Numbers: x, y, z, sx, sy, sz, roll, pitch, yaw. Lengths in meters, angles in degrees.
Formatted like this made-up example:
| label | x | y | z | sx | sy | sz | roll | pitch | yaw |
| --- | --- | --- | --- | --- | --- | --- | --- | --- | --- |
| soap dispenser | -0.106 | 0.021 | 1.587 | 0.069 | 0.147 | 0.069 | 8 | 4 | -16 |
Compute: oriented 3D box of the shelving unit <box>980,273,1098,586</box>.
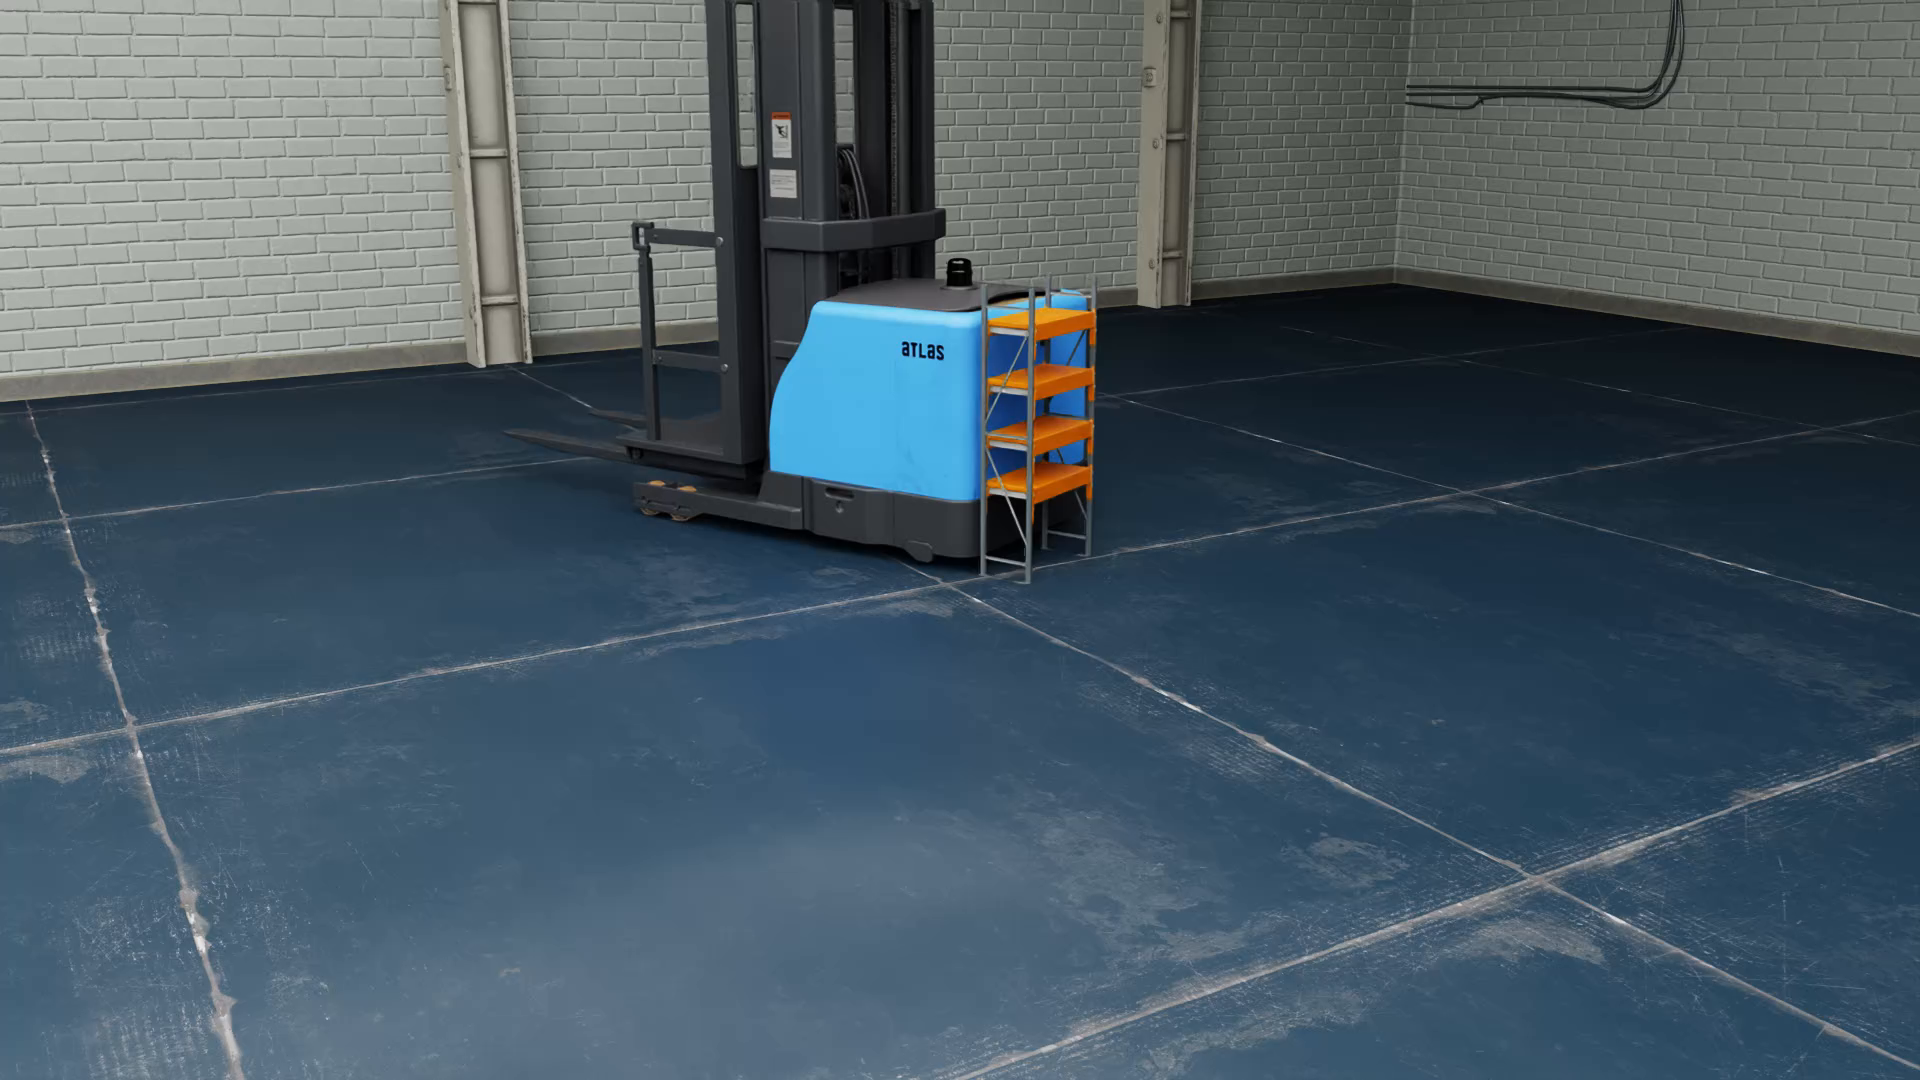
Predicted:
| label | x | y | z | sx | sy | sz | roll | pitch | yaw |
| --- | --- | --- | --- | --- | --- | --- | --- | --- | --- |
| shelving unit | 0.324 | -0.466 | 6.850 | 0.258 | 1.200 | 0.503 | 10 | 19 | 33 |

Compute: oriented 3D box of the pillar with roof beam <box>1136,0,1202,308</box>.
| label | x | y | z | sx | sy | sz | roll | pitch | yaw |
| --- | --- | --- | --- | --- | --- | --- | --- | --- | --- |
| pillar with roof beam | 4.045 | -5.453 | 10.189 | 0.400 | 9.000 | 9.100 | -9 | 18 | -30 |

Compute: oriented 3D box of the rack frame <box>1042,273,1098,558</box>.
| label | x | y | z | sx | sy | sz | roll | pitch | yaw |
| --- | --- | --- | --- | --- | --- | --- | --- | --- | --- |
| rack frame | 0.461 | -0.521 | 7.045 | 0.240 | 1.200 | 0.015 | 10 | 19 | 33 |

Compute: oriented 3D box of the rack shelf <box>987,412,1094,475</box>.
| label | x | y | z | sx | sy | sz | roll | pitch | yaw |
| --- | --- | --- | --- | --- | --- | --- | --- | --- | --- |
| rack shelf | 0.324 | -0.402 | 6.868 | 0.258 | 0.148 | 0.480 | 10 | 19 | 33 |

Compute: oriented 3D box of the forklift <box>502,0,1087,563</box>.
| label | x | y | z | sx | sy | sz | roll | pitch | yaw |
| --- | --- | --- | --- | --- | --- | --- | --- | --- | --- |
| forklift | -0.927 | -1.602 | 7.693 | 3.031 | 2.935 | 1.130 | 10 | 19 | 33 |

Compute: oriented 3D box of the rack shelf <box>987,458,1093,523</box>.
| label | x | y | z | sx | sy | sz | roll | pitch | yaw |
| --- | --- | --- | --- | --- | --- | --- | --- | --- | --- |
| rack shelf | 0.324 | -0.210 | 6.922 | 0.258 | 0.148 | 0.480 | 10 | 19 | 33 |

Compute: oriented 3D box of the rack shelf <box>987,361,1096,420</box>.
| label | x | y | z | sx | sy | sz | roll | pitch | yaw |
| --- | --- | --- | --- | --- | --- | --- | --- | --- | --- |
| rack shelf | 0.324 | -0.617 | 6.808 | 0.258 | 0.148 | 0.480 | 10 | 19 | 33 |

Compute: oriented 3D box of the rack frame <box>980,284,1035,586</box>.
| label | x | y | z | sx | sy | sz | roll | pitch | yaw |
| --- | --- | --- | --- | --- | --- | --- | --- | --- | --- |
| rack frame | 0.188 | -0.412 | 6.655 | 0.240 | 1.200 | 0.015 | 10 | 19 | 33 |

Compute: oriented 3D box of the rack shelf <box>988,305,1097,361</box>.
| label | x | y | z | sx | sy | sz | roll | pitch | yaw |
| --- | --- | --- | --- | --- | --- | --- | --- | --- | --- |
| rack shelf | 0.325 | -0.845 | 6.744 | 0.258 | 0.148 | 0.480 | 10 | 19 | 33 |

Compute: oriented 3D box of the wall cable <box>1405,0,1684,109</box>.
| label | x | y | z | sx | sy | sz | roll | pitch | yaw |
| --- | --- | --- | --- | --- | --- | --- | --- | --- | --- |
| wall cable | 5.035 | -5.057 | 14.531 | 0.112 | 2.526 | 3.097 | -9 | 18 | -30 |

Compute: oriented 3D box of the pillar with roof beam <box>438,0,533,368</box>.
| label | x | y | z | sx | sy | sz | roll | pitch | yaw |
| --- | --- | --- | --- | --- | --- | --- | --- | --- | --- |
| pillar with roof beam | -1.098 | -4.619 | 7.214 | 0.400 | 9.000 | 9.100 | -9 | 18 | -30 |
